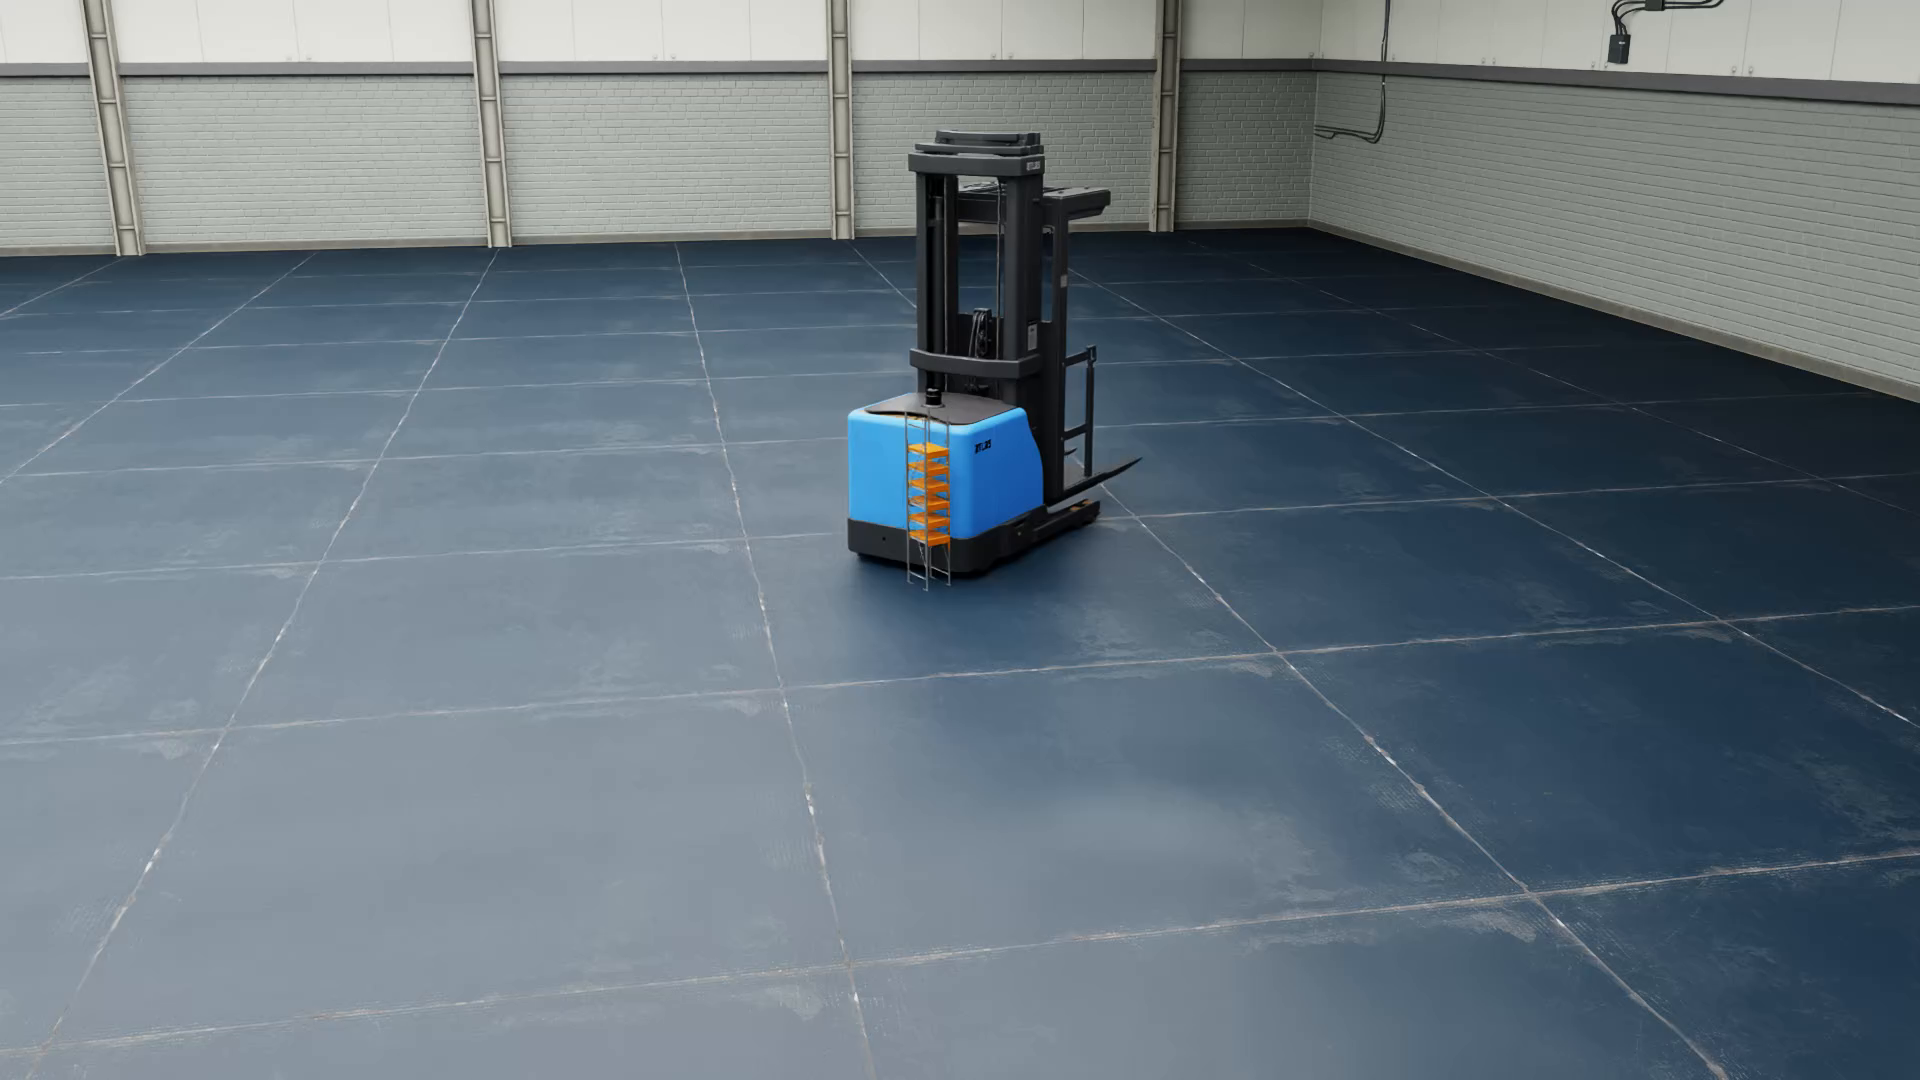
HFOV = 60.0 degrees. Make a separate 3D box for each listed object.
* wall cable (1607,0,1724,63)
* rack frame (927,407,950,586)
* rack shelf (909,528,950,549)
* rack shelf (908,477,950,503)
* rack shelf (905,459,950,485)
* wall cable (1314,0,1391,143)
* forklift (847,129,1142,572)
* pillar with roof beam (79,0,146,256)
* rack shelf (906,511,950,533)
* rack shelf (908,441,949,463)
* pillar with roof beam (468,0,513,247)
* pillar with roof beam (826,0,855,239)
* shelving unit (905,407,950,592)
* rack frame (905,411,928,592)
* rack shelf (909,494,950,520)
[{"bbox_3d":[8.699,-8.768,19.741,0.169,6.003,2.305,-3,17,-10],"label":"wall cable"},{"bbox_3d":[-0.142,-0.287,11.197,0.006,1.200,0.240,-13,21,-34],"label":"rack frame"},{"bbox_3d":[-0.214,0.001,11.230,0.180,0.103,0.258,-13,21,-34],"label":"rack shelf"},{"bbox_3d":[-0.216,-0.342,11.123,0.180,0.103,0.258,-13,21,-34],"label":"rack shelf"},{"bbox_3d":[-0.217,-0.457,11.087,0.180,0.103,0.258,-13,21,-34],"label":"rack shelf"},{"bbox_3d":[6.913,-8.396,29.609,0.112,2.526,3.097,-3,17,-10],"label":"wall cable"},{"bbox_3d":[0.417,-1.556,12.386,1.130,2.935,3.031,11,20,31],"label":"forklift"},{"bbox_3d":[-13.086,-7.854,22.555,0.400,9.000,9.100,-3,17,-10],"label":"pillar with roof beam"},{"bbox_3d":[-0.215,-0.113,11.194,0.180,0.103,0.258,-13,21,-34],"label":"rack shelf"},{"bbox_3d":[-0.218,-0.571,11.051,0.180,0.103,0.258,-13,21,-34],"label":"rack shelf"},{"bbox_3d":[-7.195,-8.188,23.644,0.400,9.000,9.100,-3,17,-10],"label":"pillar with roof beam"},{"bbox_3d":[-1.304,-8.522,24.732,0.400,9.000,9.100,-3,17,-10],"label":"pillar with roof beam"},{"bbox_3d":[-0.216,-0.270,11.145,0.189,1.200,0.258,-13,21,-34],"label":"shelving unit"},{"bbox_3d":[-0.289,-0.254,11.094,0.006,1.200,0.240,-13,21,-34],"label":"rack frame"},{"bbox_3d":[-0.215,-0.228,11.158,0.180,0.103,0.258,-13,21,-34],"label":"rack shelf"}]
